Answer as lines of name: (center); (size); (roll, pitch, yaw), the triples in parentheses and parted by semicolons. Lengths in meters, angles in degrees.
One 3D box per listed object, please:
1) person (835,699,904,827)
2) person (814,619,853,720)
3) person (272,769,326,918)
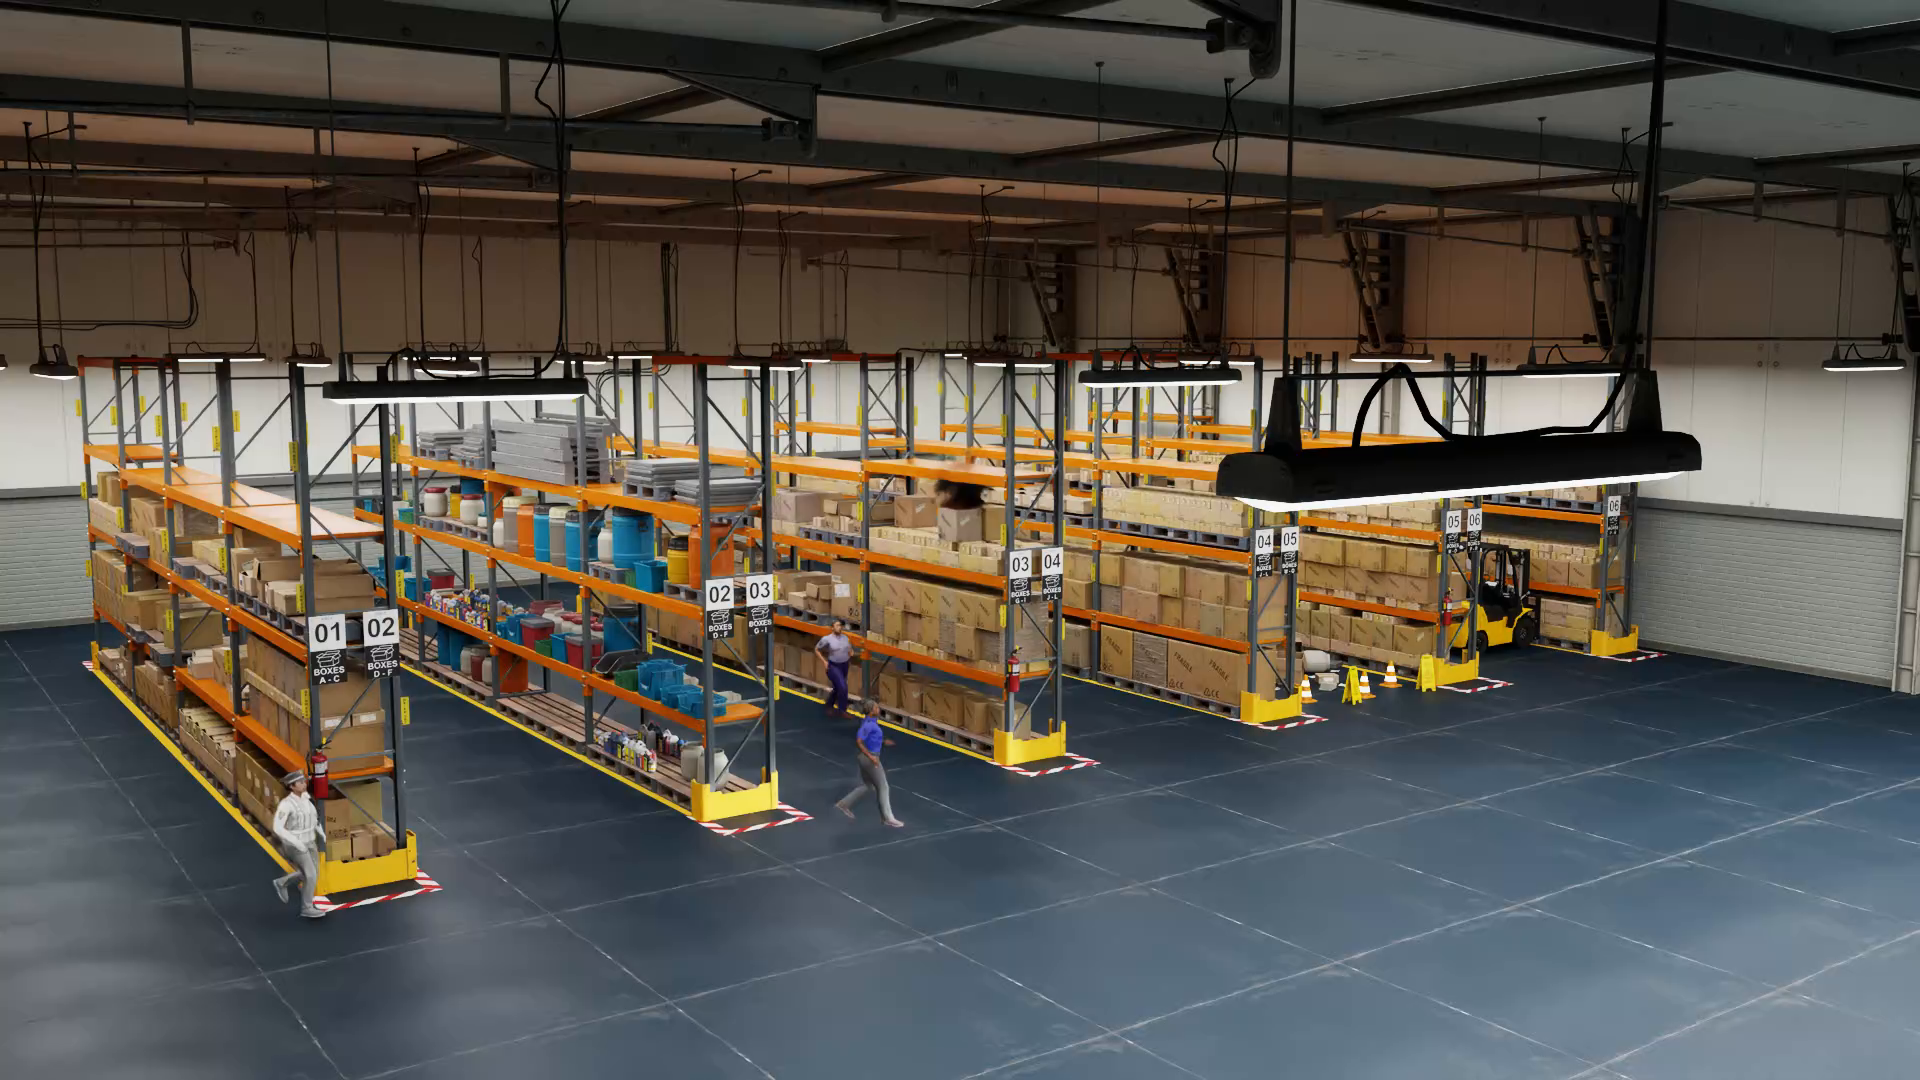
person: (-1.159, 2.864, 21.279); (0.866, 1.648, 0.590); (-1, 7, -12)
person: (-1.971, 2.097, 26.684); (0.616, 1.664, 0.876); (-6, 9, -40)
person: (-7.282, 3.306, 18.207); (0.654, 1.647, 0.661); (1, 7, 11)
